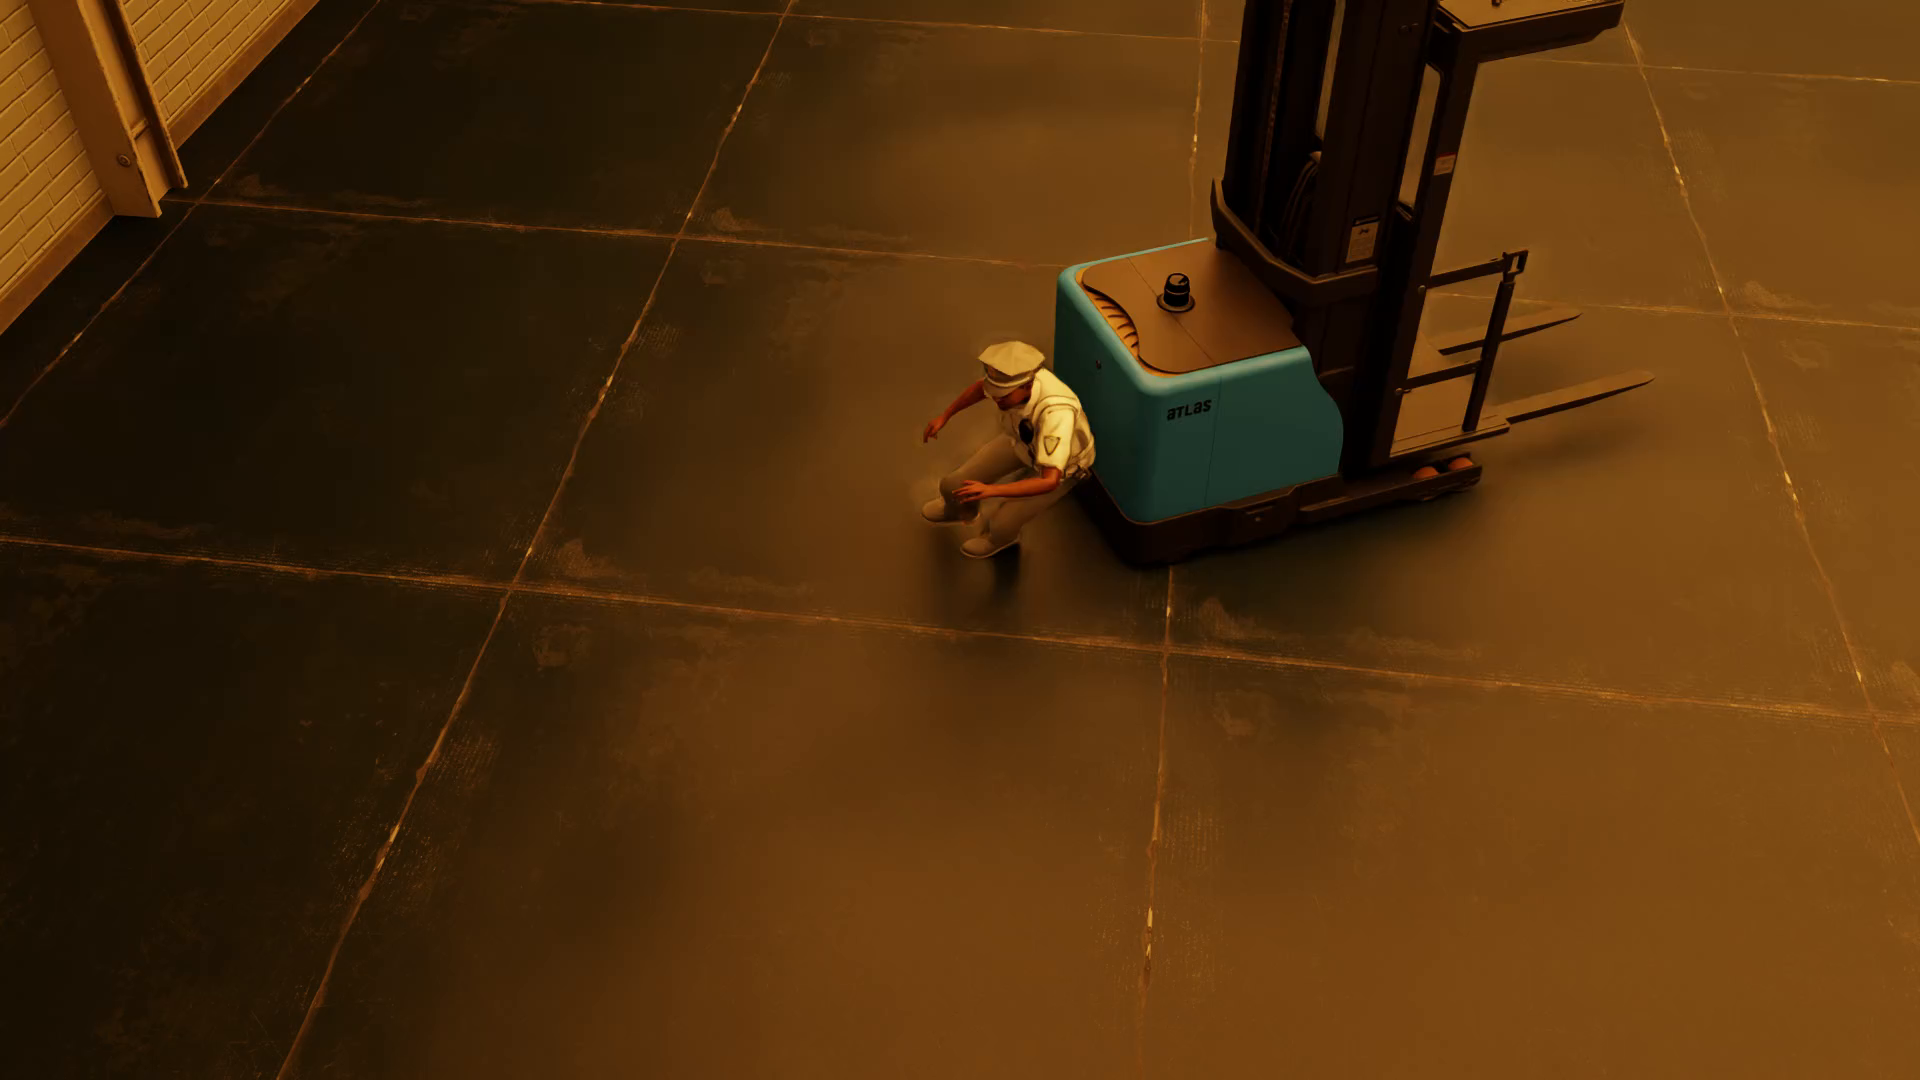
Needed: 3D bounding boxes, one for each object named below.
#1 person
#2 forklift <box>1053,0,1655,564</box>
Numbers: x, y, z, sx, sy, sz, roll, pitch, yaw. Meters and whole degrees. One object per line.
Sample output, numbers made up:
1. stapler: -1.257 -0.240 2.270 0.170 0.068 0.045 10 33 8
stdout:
1. person: 0.118 -0.302 7.186 0.983 1.425 0.886 33 52 31
2. forklift: 2.006 -1.591 7.457 3.031 2.935 1.130 -14 44 -15
